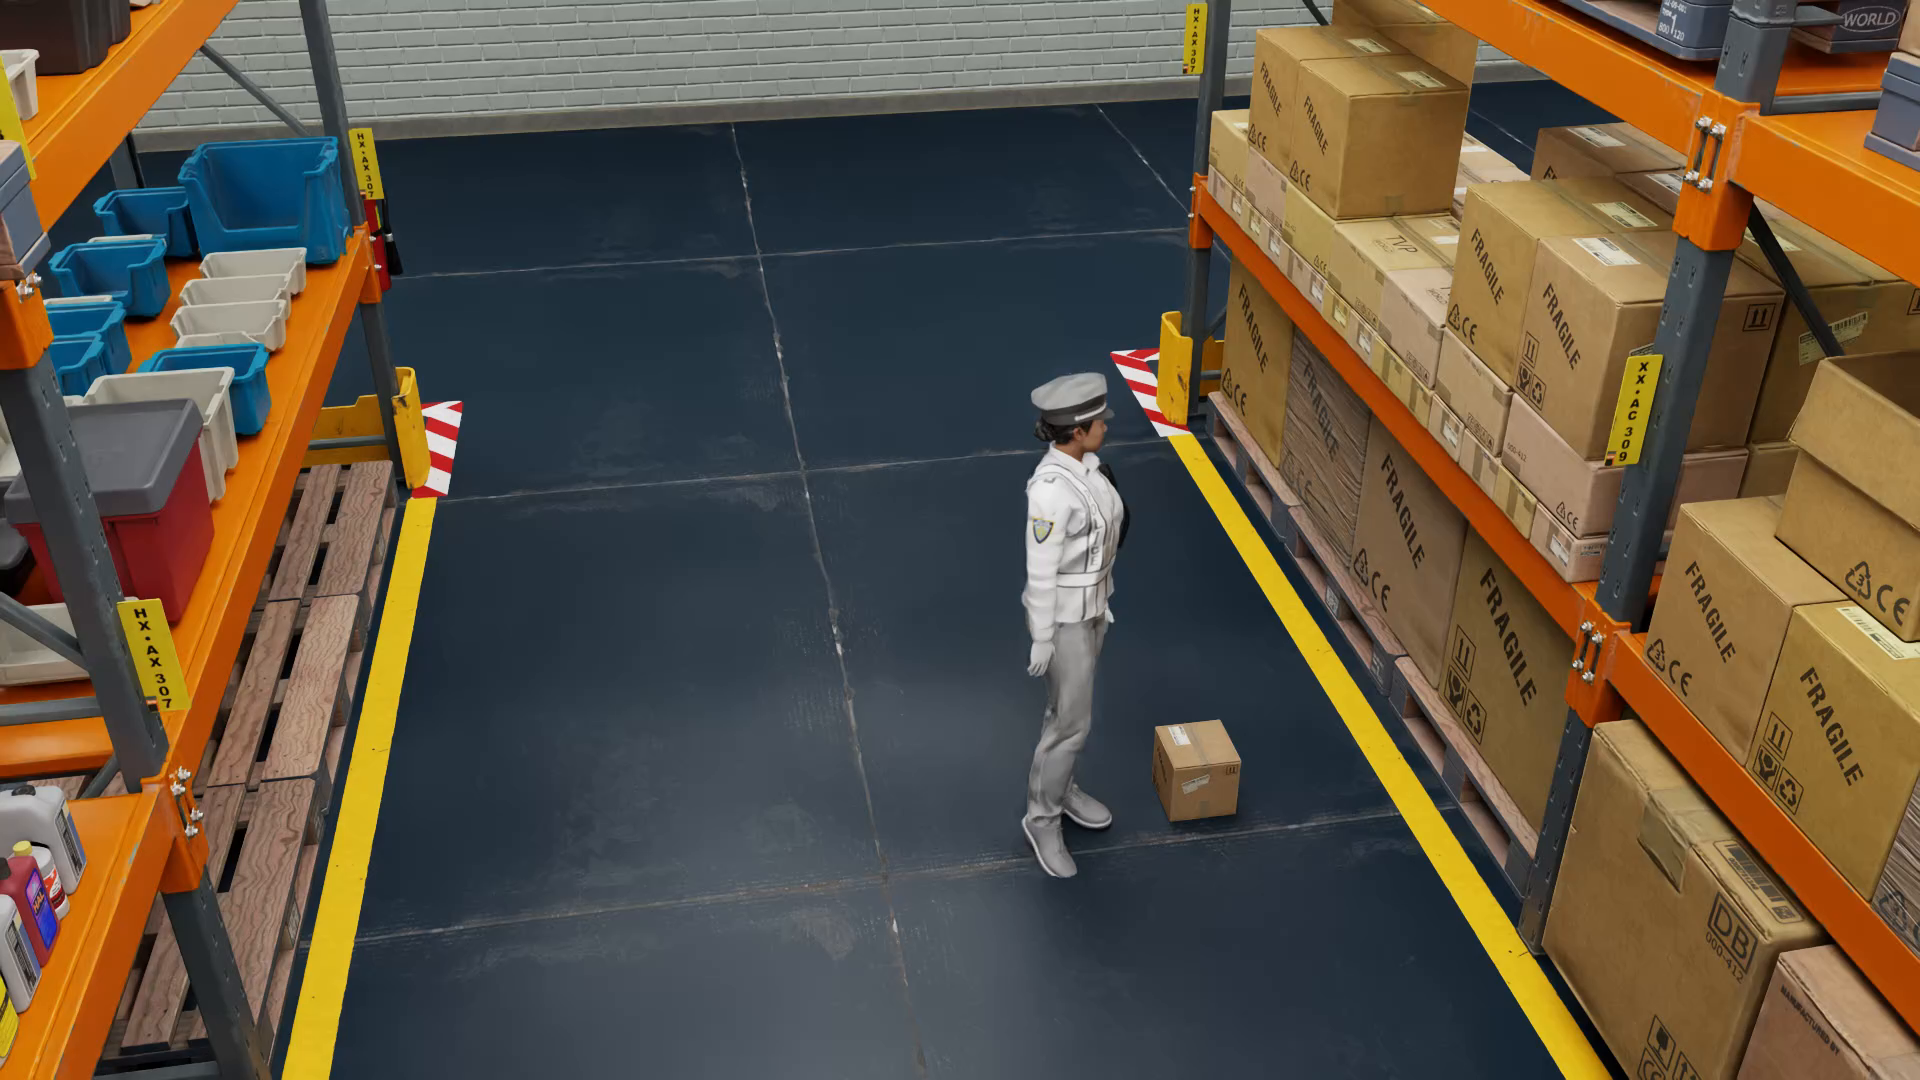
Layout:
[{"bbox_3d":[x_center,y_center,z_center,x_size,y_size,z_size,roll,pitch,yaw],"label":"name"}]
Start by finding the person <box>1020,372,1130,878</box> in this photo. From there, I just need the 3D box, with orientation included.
[{"bbox_3d":[0.368,0.297,5.642,0.375,1.728,0.646,9,32,15],"label":"person"}]
